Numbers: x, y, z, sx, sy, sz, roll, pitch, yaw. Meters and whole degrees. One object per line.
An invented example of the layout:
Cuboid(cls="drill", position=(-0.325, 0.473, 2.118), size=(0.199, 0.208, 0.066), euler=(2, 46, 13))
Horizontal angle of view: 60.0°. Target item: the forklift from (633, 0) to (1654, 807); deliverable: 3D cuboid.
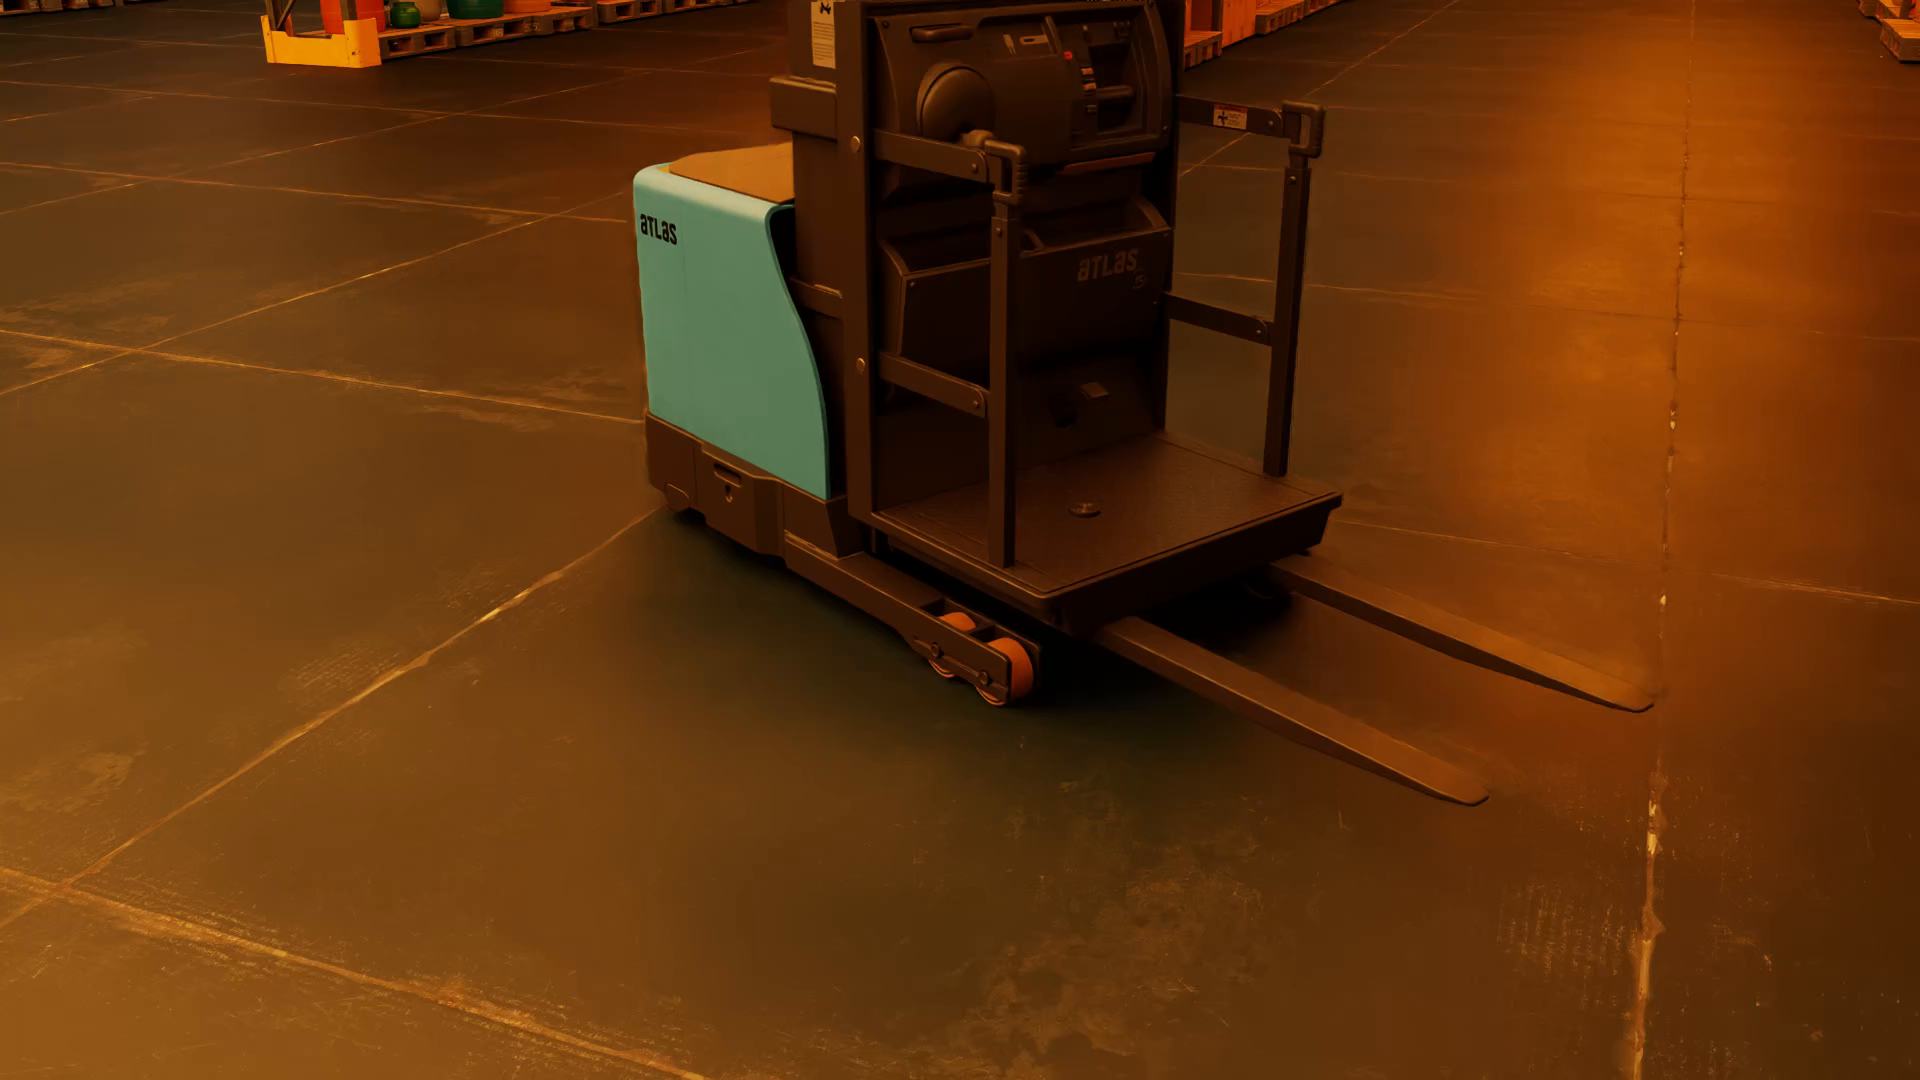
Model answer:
Cuboid(cls="forklift", position=(0.317, -1.160, 4.068), size=(1.130, 2.935, 3.031), euler=(-17, 28, -35))
